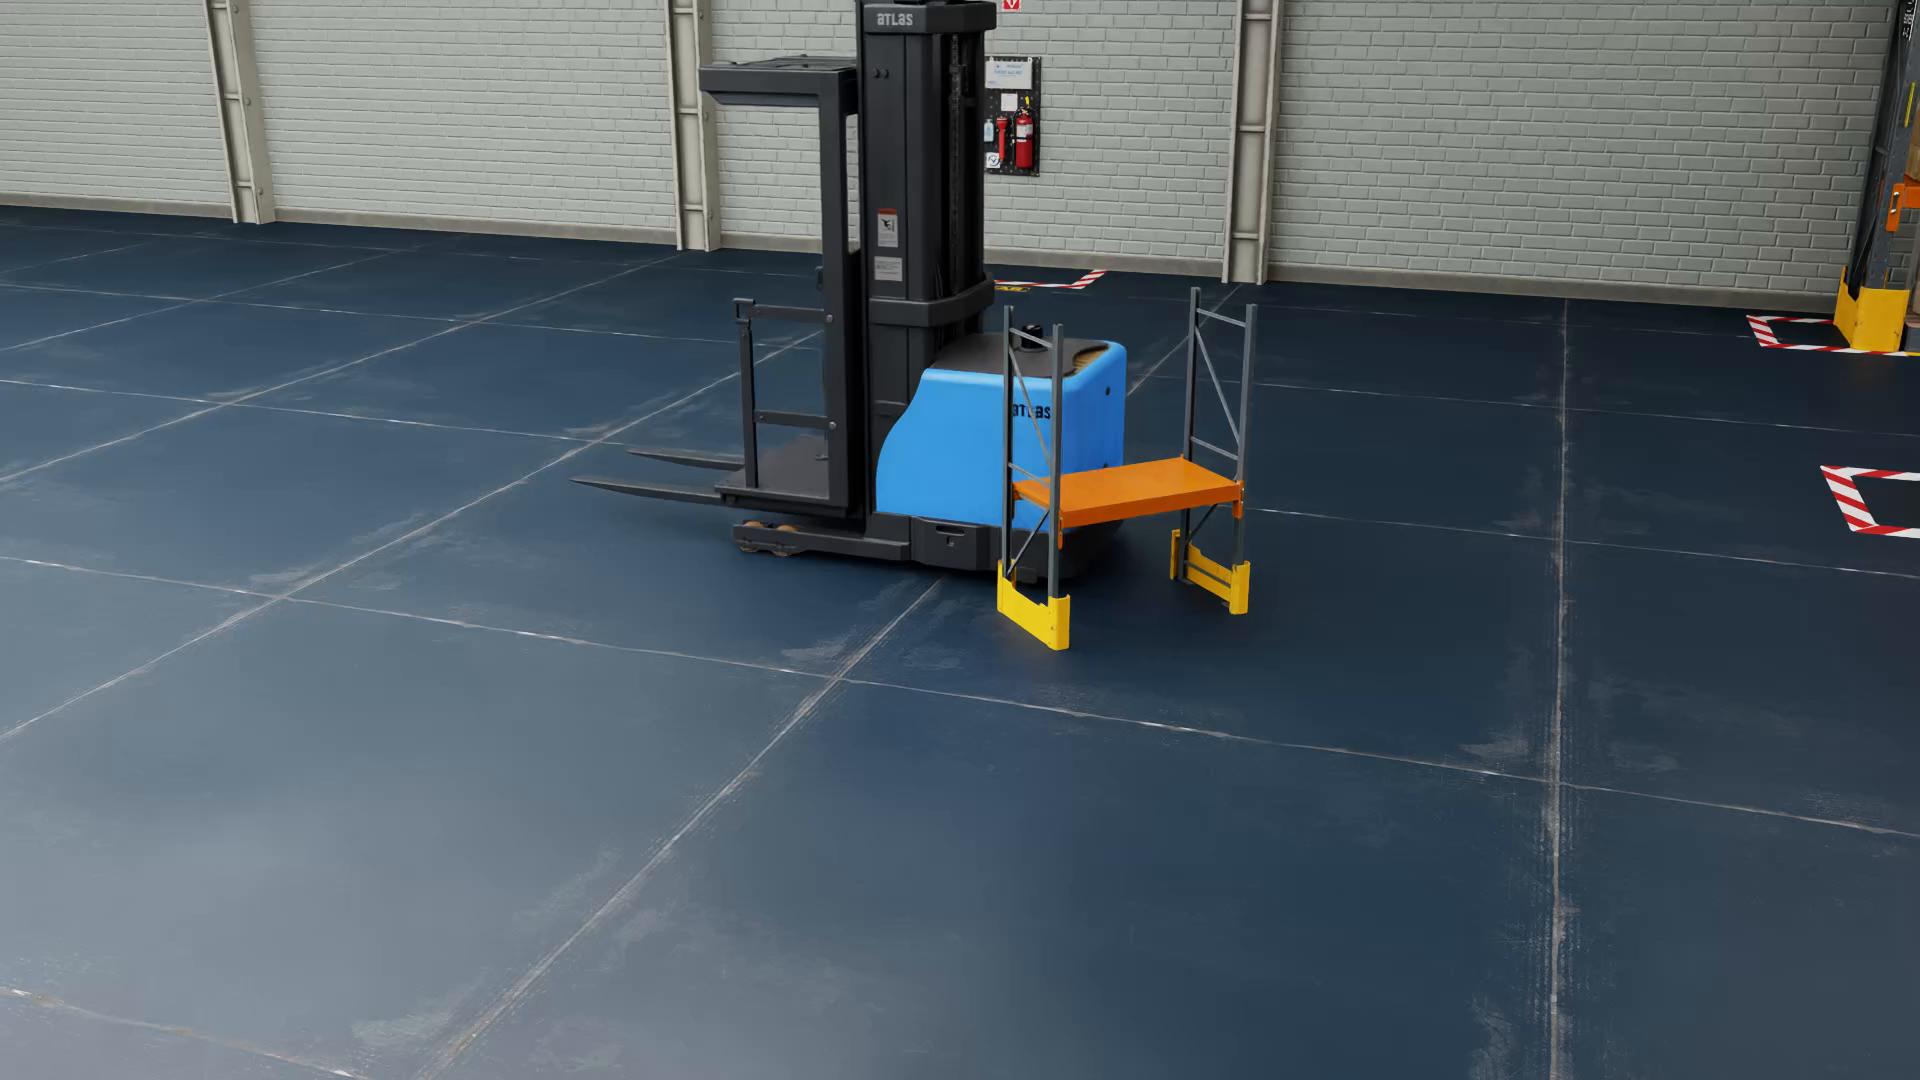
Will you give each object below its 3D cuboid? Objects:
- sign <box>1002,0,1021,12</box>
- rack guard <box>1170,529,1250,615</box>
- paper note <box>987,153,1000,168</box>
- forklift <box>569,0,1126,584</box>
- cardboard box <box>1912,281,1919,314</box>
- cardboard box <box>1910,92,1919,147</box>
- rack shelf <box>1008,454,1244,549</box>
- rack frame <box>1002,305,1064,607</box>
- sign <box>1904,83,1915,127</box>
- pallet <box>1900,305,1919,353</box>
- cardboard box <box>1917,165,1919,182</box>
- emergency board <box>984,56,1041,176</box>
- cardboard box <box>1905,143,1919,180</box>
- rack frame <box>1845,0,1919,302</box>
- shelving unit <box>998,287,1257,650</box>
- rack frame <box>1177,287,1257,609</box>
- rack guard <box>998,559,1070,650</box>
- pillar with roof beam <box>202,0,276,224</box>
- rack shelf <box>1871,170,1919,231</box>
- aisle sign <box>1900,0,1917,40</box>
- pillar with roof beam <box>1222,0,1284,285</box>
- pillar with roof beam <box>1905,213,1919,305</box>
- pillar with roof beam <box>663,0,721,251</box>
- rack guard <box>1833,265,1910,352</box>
[{"bbox_3d":[0.511,-5.379,16.427,0.199,0.298,0.001,7,20,18],"label":"sign"},{"bbox_3d":[1.236,0.153,8.259,0.087,0.250,0.587,-9,21,-25],"label":"rack guard"},{"bbox_3d":[0.341,-3.877,16.979,0.142,0.148,0.016,7,20,18],"label":"paper note"},{"bbox_3d":[-0.677,-1.447,8.774,3.031,2.935,1.130,7,20,19],"label":"forklift"},{"bbox_3d":[8.154,-1.967,13.579,0.500,0.311,0.500,4,20,12],"label":"cardboard box"},{"bbox_3d":[8.045,-3.440,13.445,0.500,0.500,0.500,6,20,17],"label":"cardboard box"},{"bbox_3d":[0.781,-0.194,7.900,1.000,0.185,0.538,-9,21,-25],"label":"rack shelf"},{"bbox_3d":[0.325,-0.290,7.629,0.032,1.500,0.500,-9,21,-25],"label":"rack frame"},{"bbox_3d":[7.352,-3.372,12.877,0.005,0.325,0.100,7,20,18],"label":"sign"},{"bbox_3d":[8.358,-1.708,13.656,1.213,0.211,1.003,7,20,18],"label":"pallet"},{"bbox_3d":[7.887,-2.919,13.091,0.500,0.250,0.500,6,20,16],"label":"cardboard box"},{"bbox_3d":[0.486,-4.252,16.717,0.643,1.169,0.194,7,20,18],"label":"emergency board"},{"bbox_3d":[8.035,-3.080,13.553,0.500,0.250,0.500,7,20,19],"label":"cardboard box"},{"bbox_3d":[7.530,-3.132,13.504,0.127,3.000,1.000,7,20,18],"label":"rack frame"},{"bbox_3d":[0.789,-0.365,7.845,1.083,1.500,0.587,-9,21,-25],"label":"shelving unit"},{"bbox_3d":[1.237,-0.438,8.053,0.032,1.500,0.500,-9,21,-25],"label":"rack frame"},{"bbox_3d":[0.342,0.298,7.843,0.087,0.250,0.587,-9,21,-25],"label":"rack guard"},{"bbox_3d":[-9.941,-6.764,14.809,0.400,9.000,9.100,7,20,18],"label":"pillar with roof beam"},{"bbox_3d":[9.420,-2.576,13.002,4.000,0.370,1.077,7,20,18],"label":"rack shelf"},{"bbox_3d":[7.364,-4.274,12.830,0.004,0.787,0.394,7,20,18],"label":"aisle sign"},{"bbox_3d":[1.395,-5.468,11.090,0.400,9.000,9.100,7,20,18],"label":"pillar with roof beam"},{"bbox_3d":[7.063,-4.819,9.231,0.400,9.000,9.100,7,20,18],"label":"pillar with roof beam"},{"bbox_3d":[-4.273,-6.116,12.949,0.400,9.000,9.100,7,20,18],"label":"pillar with roof beam"},{"bbox_3d":[7.602,-1.943,13.892,0.348,0.500,1.175,7,20,18],"label":"rack guard"}]
